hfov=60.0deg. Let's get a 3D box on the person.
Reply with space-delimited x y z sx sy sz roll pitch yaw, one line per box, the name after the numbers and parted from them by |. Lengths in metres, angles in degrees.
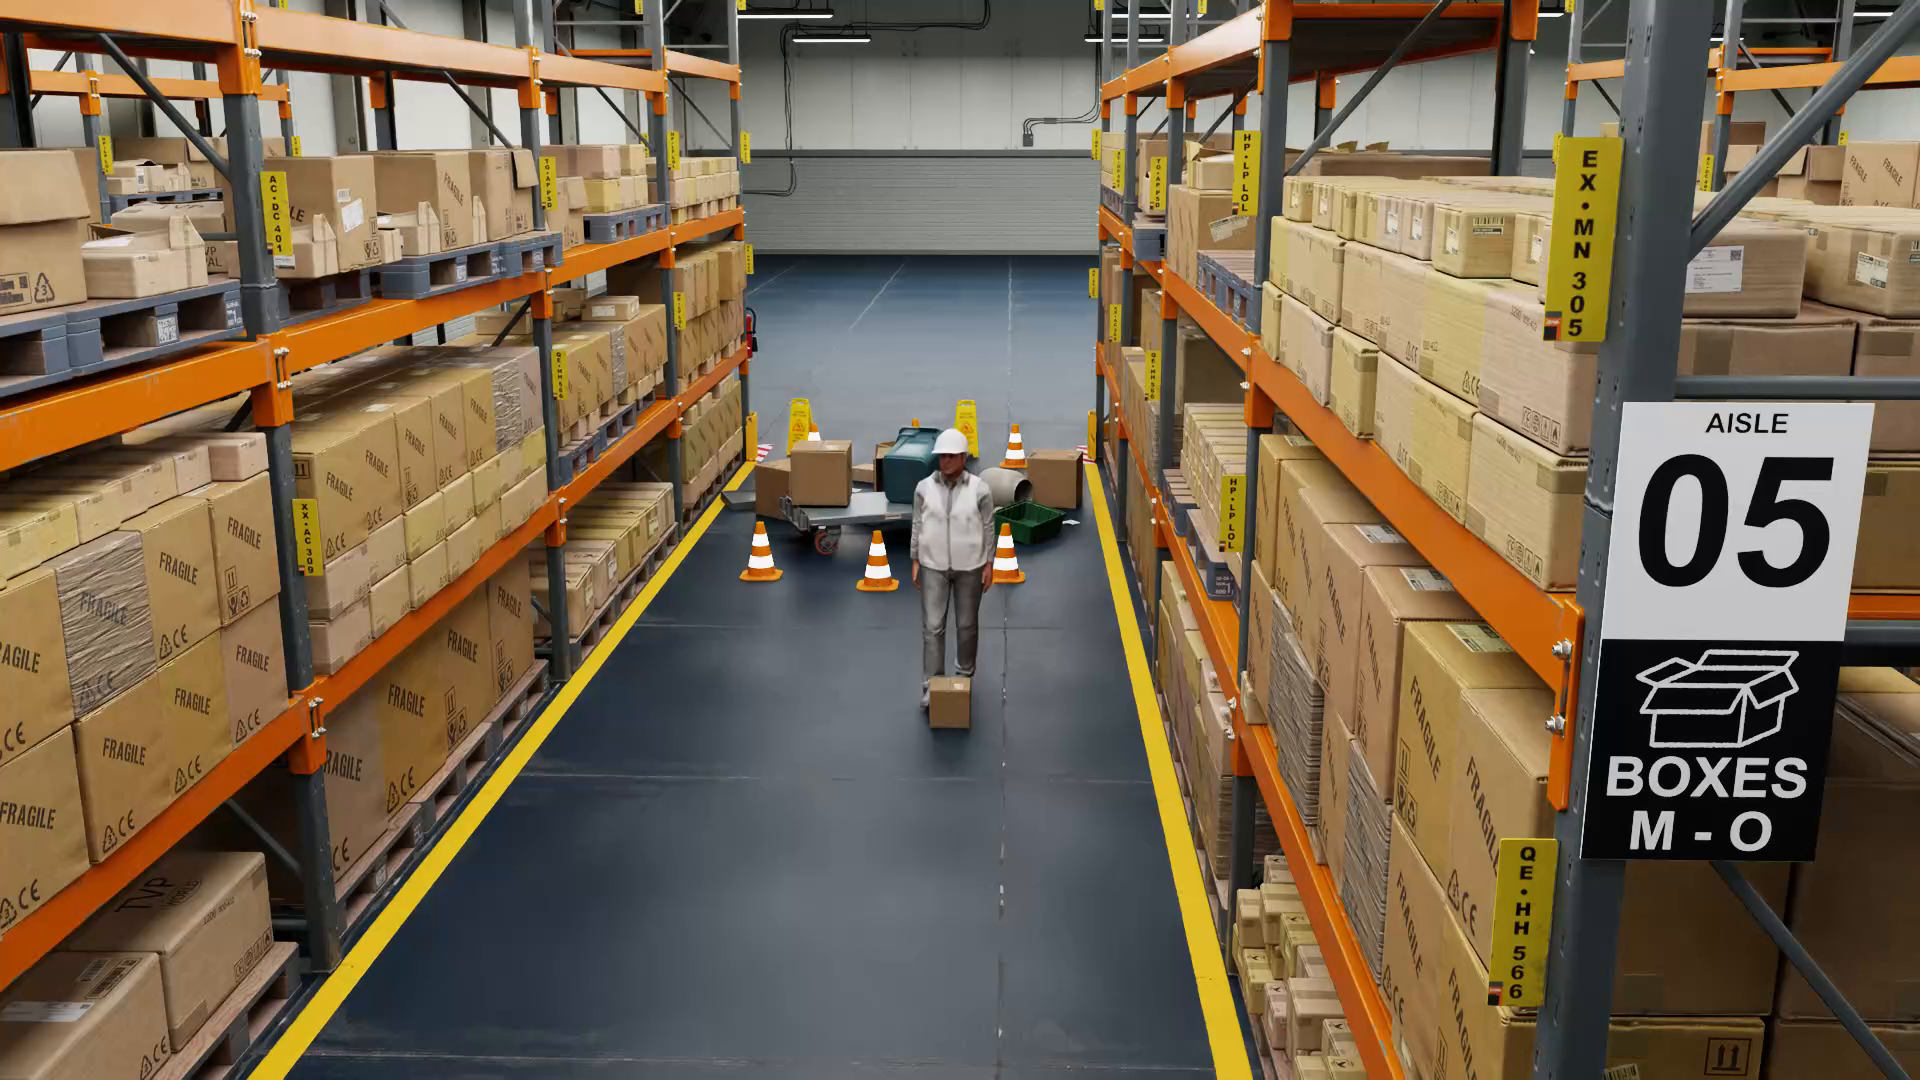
-0.061 0.183 10.687 0.557 1.763 0.742 1 14 5 | person
